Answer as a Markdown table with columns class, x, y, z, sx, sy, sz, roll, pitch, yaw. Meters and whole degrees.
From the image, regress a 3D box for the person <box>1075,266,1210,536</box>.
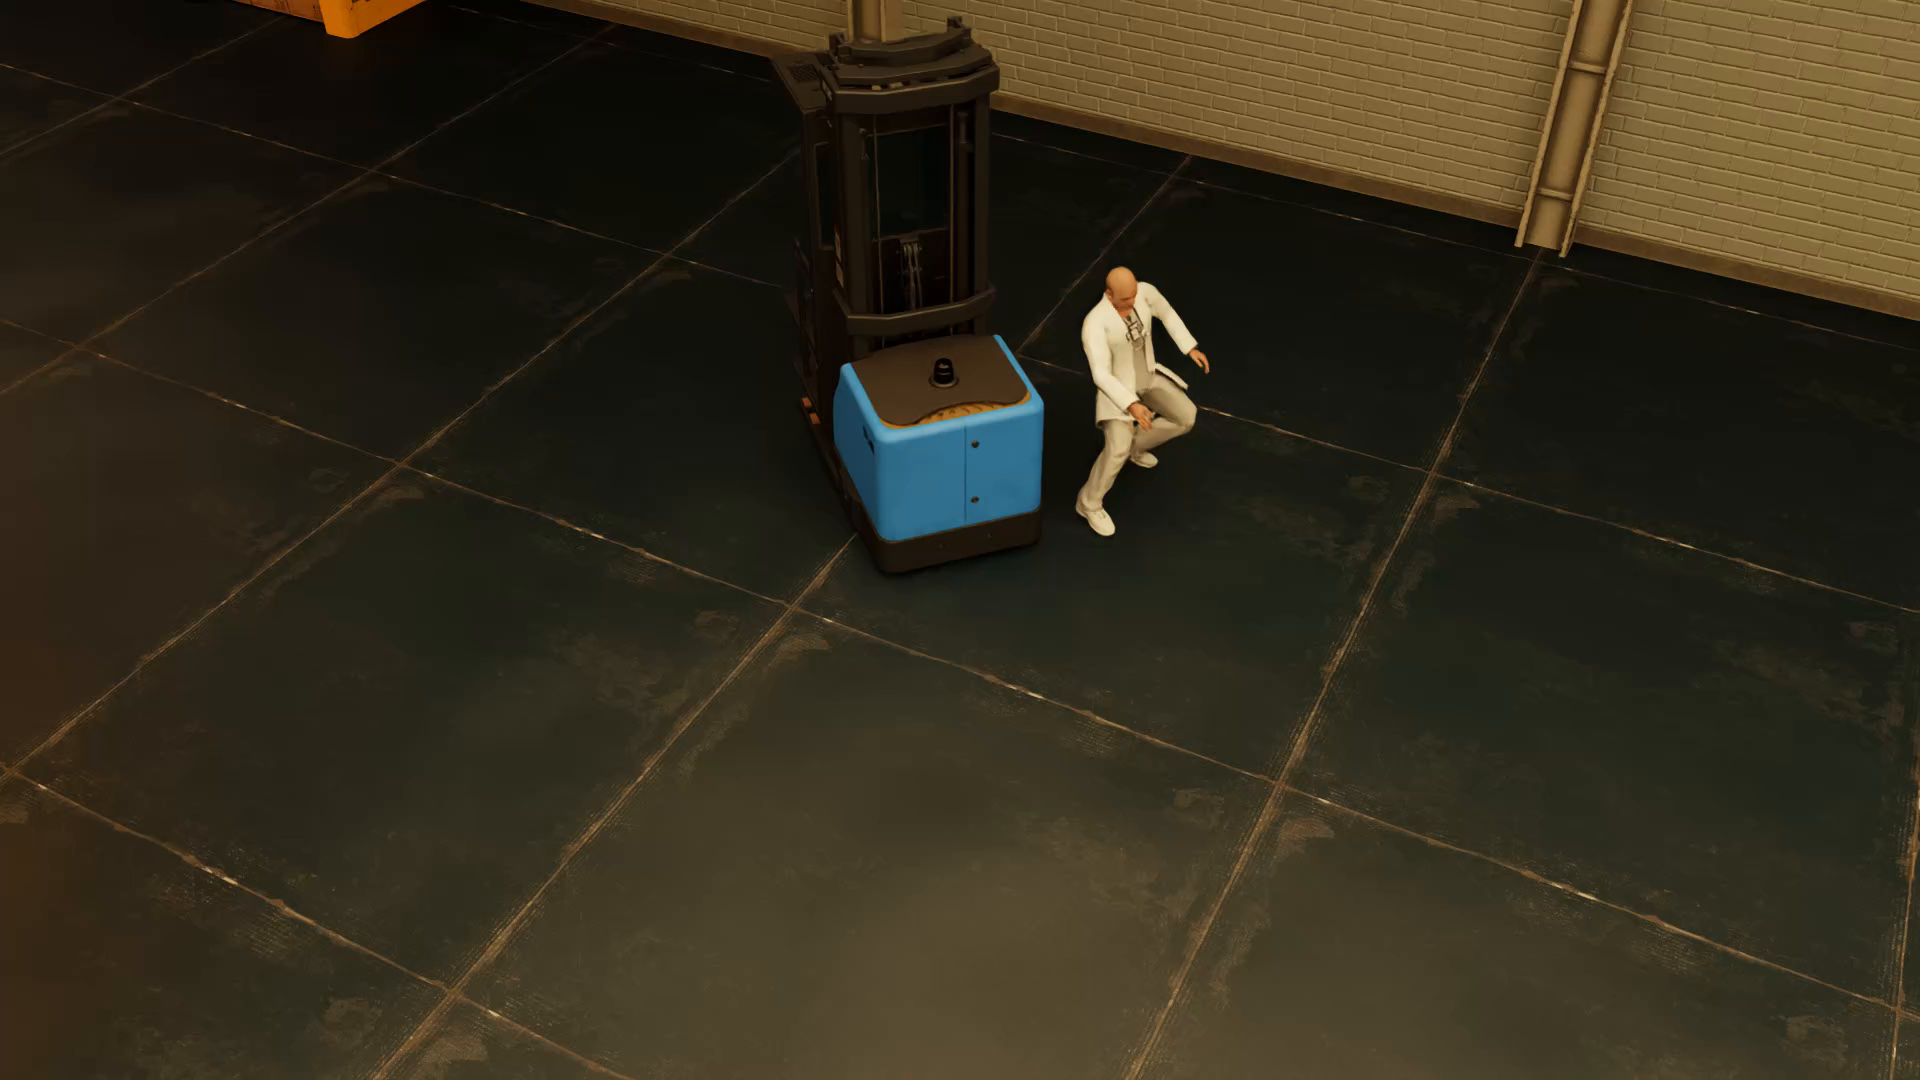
| class | x | y | z | sx | sy | sz | roll | pitch | yaw |
| --- | --- | --- | --- | --- | --- | --- | --- | --- | --- |
| person | 1.101 | -0.895 | 10.095 | 0.871 | 1.586 | 0.768 | -27 | 47 | -28 |

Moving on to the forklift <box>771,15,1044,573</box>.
| class | x | y | z | sx | sy | sz | roll | pitch | yaw |
| --- | --- | --- | --- | --- | --- | --- | --- | --- | --- |
| forklift | -0.458 | -1.881 | 10.220 | 1.130 | 2.935 | 3.031 | -13 | 42 | -14 |
